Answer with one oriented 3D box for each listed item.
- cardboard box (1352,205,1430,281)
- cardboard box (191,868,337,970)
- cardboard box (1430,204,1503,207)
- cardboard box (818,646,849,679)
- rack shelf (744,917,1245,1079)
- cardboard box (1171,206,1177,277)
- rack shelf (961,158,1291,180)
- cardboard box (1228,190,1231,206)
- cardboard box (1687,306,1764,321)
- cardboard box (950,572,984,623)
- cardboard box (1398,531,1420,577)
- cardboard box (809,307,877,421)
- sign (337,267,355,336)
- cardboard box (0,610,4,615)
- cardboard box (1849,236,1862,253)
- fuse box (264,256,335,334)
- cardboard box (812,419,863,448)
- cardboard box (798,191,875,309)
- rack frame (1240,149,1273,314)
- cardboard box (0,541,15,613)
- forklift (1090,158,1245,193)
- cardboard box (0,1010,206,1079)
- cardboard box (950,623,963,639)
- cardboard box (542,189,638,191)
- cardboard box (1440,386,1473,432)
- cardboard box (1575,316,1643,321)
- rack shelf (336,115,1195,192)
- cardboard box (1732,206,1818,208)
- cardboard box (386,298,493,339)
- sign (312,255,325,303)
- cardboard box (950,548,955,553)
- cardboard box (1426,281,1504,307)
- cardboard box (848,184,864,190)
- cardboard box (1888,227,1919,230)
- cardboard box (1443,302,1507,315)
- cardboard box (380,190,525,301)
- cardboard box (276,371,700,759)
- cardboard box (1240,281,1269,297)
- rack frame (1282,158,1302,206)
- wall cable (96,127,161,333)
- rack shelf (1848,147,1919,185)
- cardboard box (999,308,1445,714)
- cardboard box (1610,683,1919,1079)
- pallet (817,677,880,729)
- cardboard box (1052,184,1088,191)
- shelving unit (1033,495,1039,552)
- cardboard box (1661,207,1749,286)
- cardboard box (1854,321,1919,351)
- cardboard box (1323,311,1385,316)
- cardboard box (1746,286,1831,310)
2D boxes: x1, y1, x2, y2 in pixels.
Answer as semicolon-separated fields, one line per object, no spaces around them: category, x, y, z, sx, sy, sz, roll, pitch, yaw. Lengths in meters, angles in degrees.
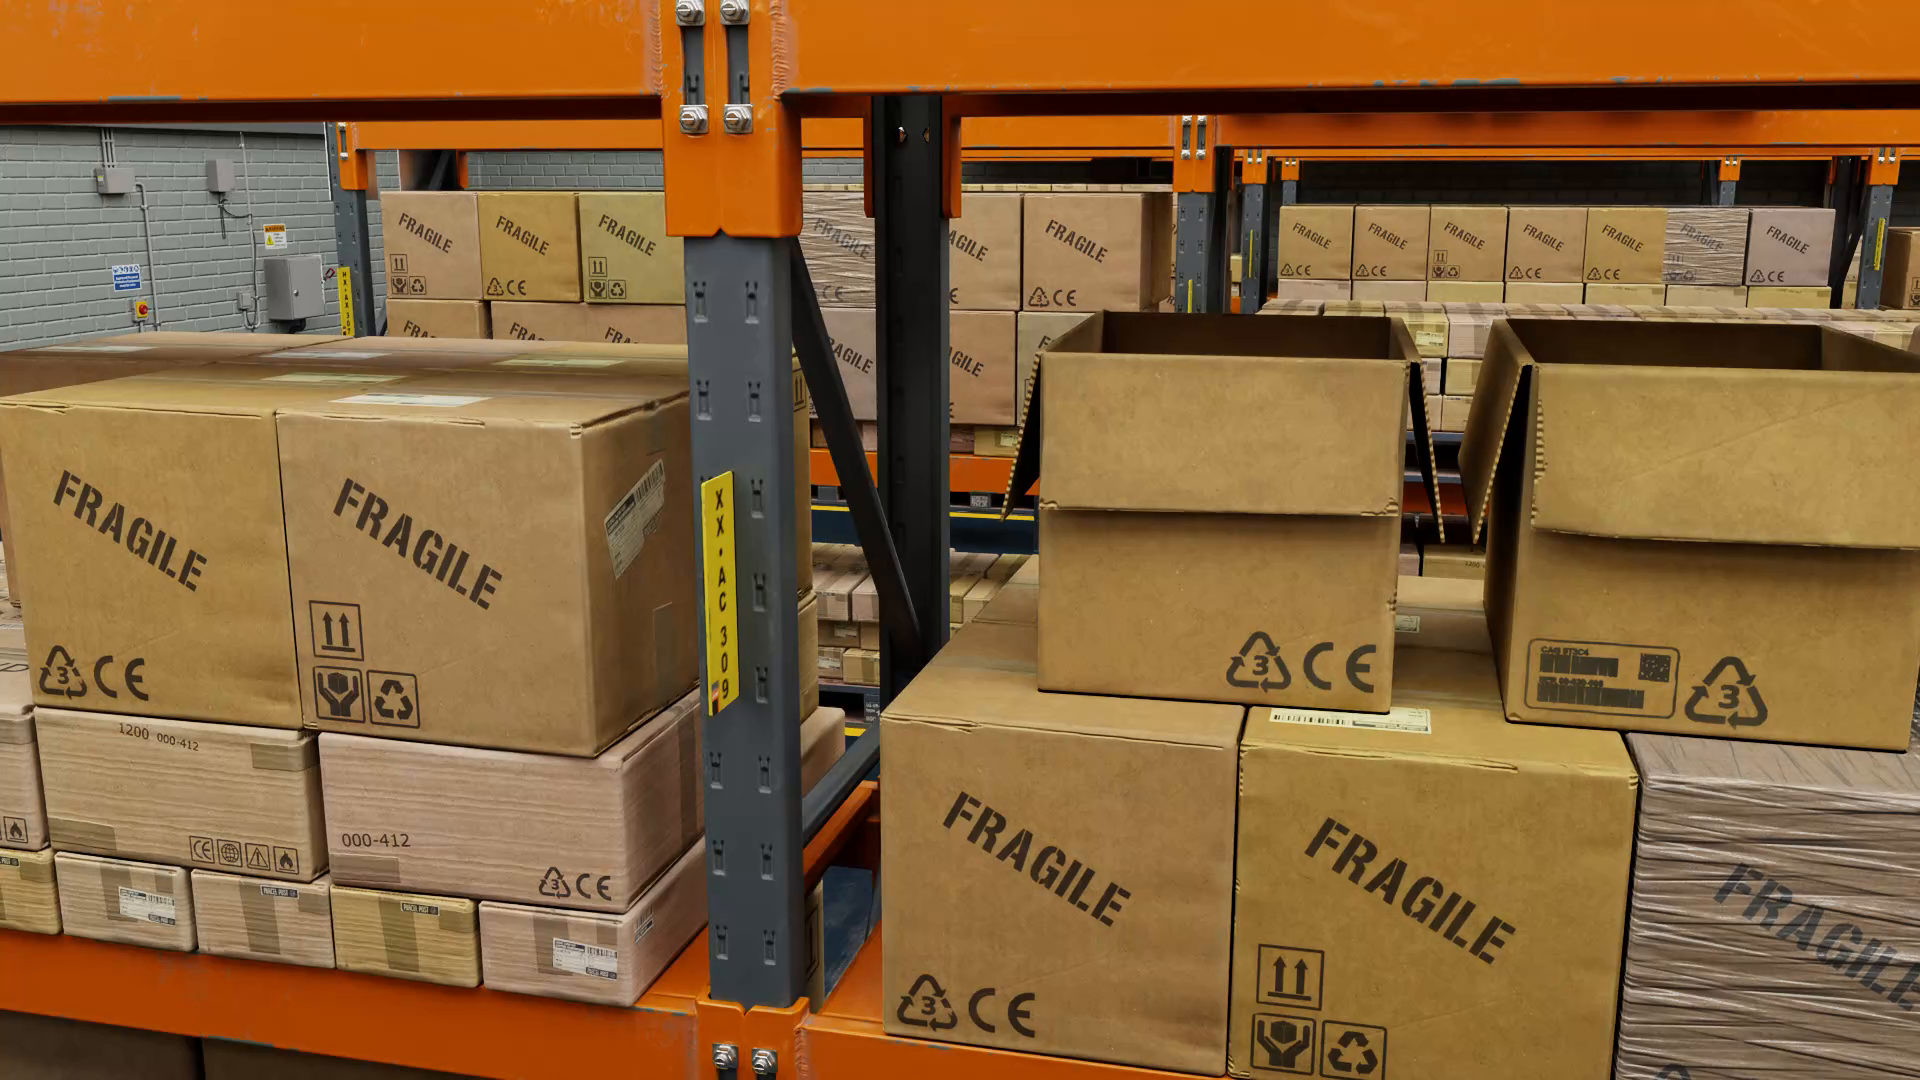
cardboard box;3.035;-2.099;11.728;0.500;0.500;0.500;3;13;13
cardboard box;-1.072;0.567;2.831;0.250;0.149;0.380;3;13;13
cardboard box;3.661;-2.176;12.079;0.500;0.500;0.500;3;13;15
cardboard box;-0.616;0.537;7.999;0.250;0.149;0.380;3;13;15
rack shelf;1.743;0.873;2.533;4.000;0.370;1.077;3;13;14
cardboard box;1.652;-2.169;12.045;0.500;0.500;0.500;3;13;13
rack shelf;1.420;-3.927;17.242;4.000;0.370;1.077;3;13;14
cardboard box;1.801;-2.468;11.897;0.250;0.149;0.380;3;13;12
cardboard box;3.293;-0.917;7.180;0.250;0.149;0.380;3;13;15
cardboard box;-0.054;0.267;7.844;0.250;0.149;0.380;3;13;15
cardboard box;1.742;0.124;7.321;0.500;0.250;0.500;2;13;11
cardboard box;-0.436;-0.832;7.643;0.500;0.500;0.500;3;13;13
sign;-2.925;-1.136;7.928;0.005;0.325;0.100;3;13;14
cardboard box;-2.180;0.299;3.121;0.500;0.250;0.500;3;13;12
cardboard box;8.256;-2.757;15.505;0.250;0.149;0.380;3;13;14
fuse box;-6.543;-1.966;16.645;0.414;1.711;0.539;3;13;14
cardboard box;-0.516;-0.530;7.778;0.250;0.149;0.380;3;13;13
cardboard box;-0.430;-1.324;7.552;0.500;0.500;0.500;3;13;15
rack frame;2.176;-1.666;12.316;0.127;3.000;1.000;3;13;14
cardboard box;-2.055;0.187;3.625;0.500;0.250;0.500;3;13;14
forklift;1.851;-2.007;14.013;3.031;2.935;1.130;3;13;15
cardboard box;-1.694;1.153;3.548;0.875;0.875;0.875;3;13;14
cardboard box;-0.044;0.417;7.853;0.250;0.149;0.380;3;13;14
cardboard box;-1.800;-1.511;8.395;0.500;0.500;0.500;3;13;12
cardboard box;2.116;-0.544;6.873;0.250;0.149;0.380;3;13;14
cardboard box;2.616;-0.808;6.688;0.250;0.149;0.380;4;13;16
rack shelf;-0.854;-1.836;7.821;4.000;0.370;1.077;3;13;14
cardboard box;5.639;-2.072;11.608;0.500;0.500;0.500;3;13;12
cardboard box;-2.426;-0.940;8.126;0.500;0.500;0.500;4;13;16
sign;-6.625;-2.663;17.032;0.001;0.494;0.329;3;13;14
cardboard box;-0.194;0.147;8.386;0.250;0.149;0.380;3;13;15
cardboard box;3.532;-1.701;11.669;0.500;0.250;0.500;3;13;14
cardboard box;-0.673;-2.604;12.509;0.250;0.149;0.380;3;13;12
cardboard box;6.567;-1.892;11.449;0.500;0.500;0.500;3;13;12
cardboard box;2.291;-0.971;7.423;0.250;0.149;0.380;3;13;13
cardboard box;-2.423;-1.430;8.028;0.500;0.500;0.500;3;13;13
cardboard box;-0.709;0.013;2.680;0.500;0.500;0.500;3;13;15
cardboard box;2.991;-2.550;16.884;0.250;0.149;0.380;3;13;14
rack frame;3.362;-2.710;17.021;0.127;3.000;1.000;3;13;14
wall cable;-7.188;-2.672;14.435;0.123;1.953;0.585;3;13;14
rack shelf;8.001;-2.467;10.665;4.000;0.370;1.077;3;13;14
cardboard box;0.424;-0.089;2.662;0.637;0.503;0.797;3;13;12
cardboard box;1.162;0.498;2.333;0.500;0.500;0.500;3;13;12
pallet;-0.761;0.652;8.309;1.213;0.211;1.003;3;13;14
cardboard box;0.829;-2.535;12.195;0.250;0.149;0.380;3;13;13
shelving unit;0.083;-0.728;11.551;1.048;1.500;0.538;3;13;14
cardboard box;4.995;-1.992;11.246;0.500;0.500;0.500;3;13;15
cardboard box;3.628;-0.754;6.443;0.250;0.149;0.380;3;13;15
cardboard box;1.632;-0.862;6.930;0.250;0.149;0.380;3;13;15
cardboard box;5.528;-1.601;11.215;0.500;0.250;0.500;3;13;13
